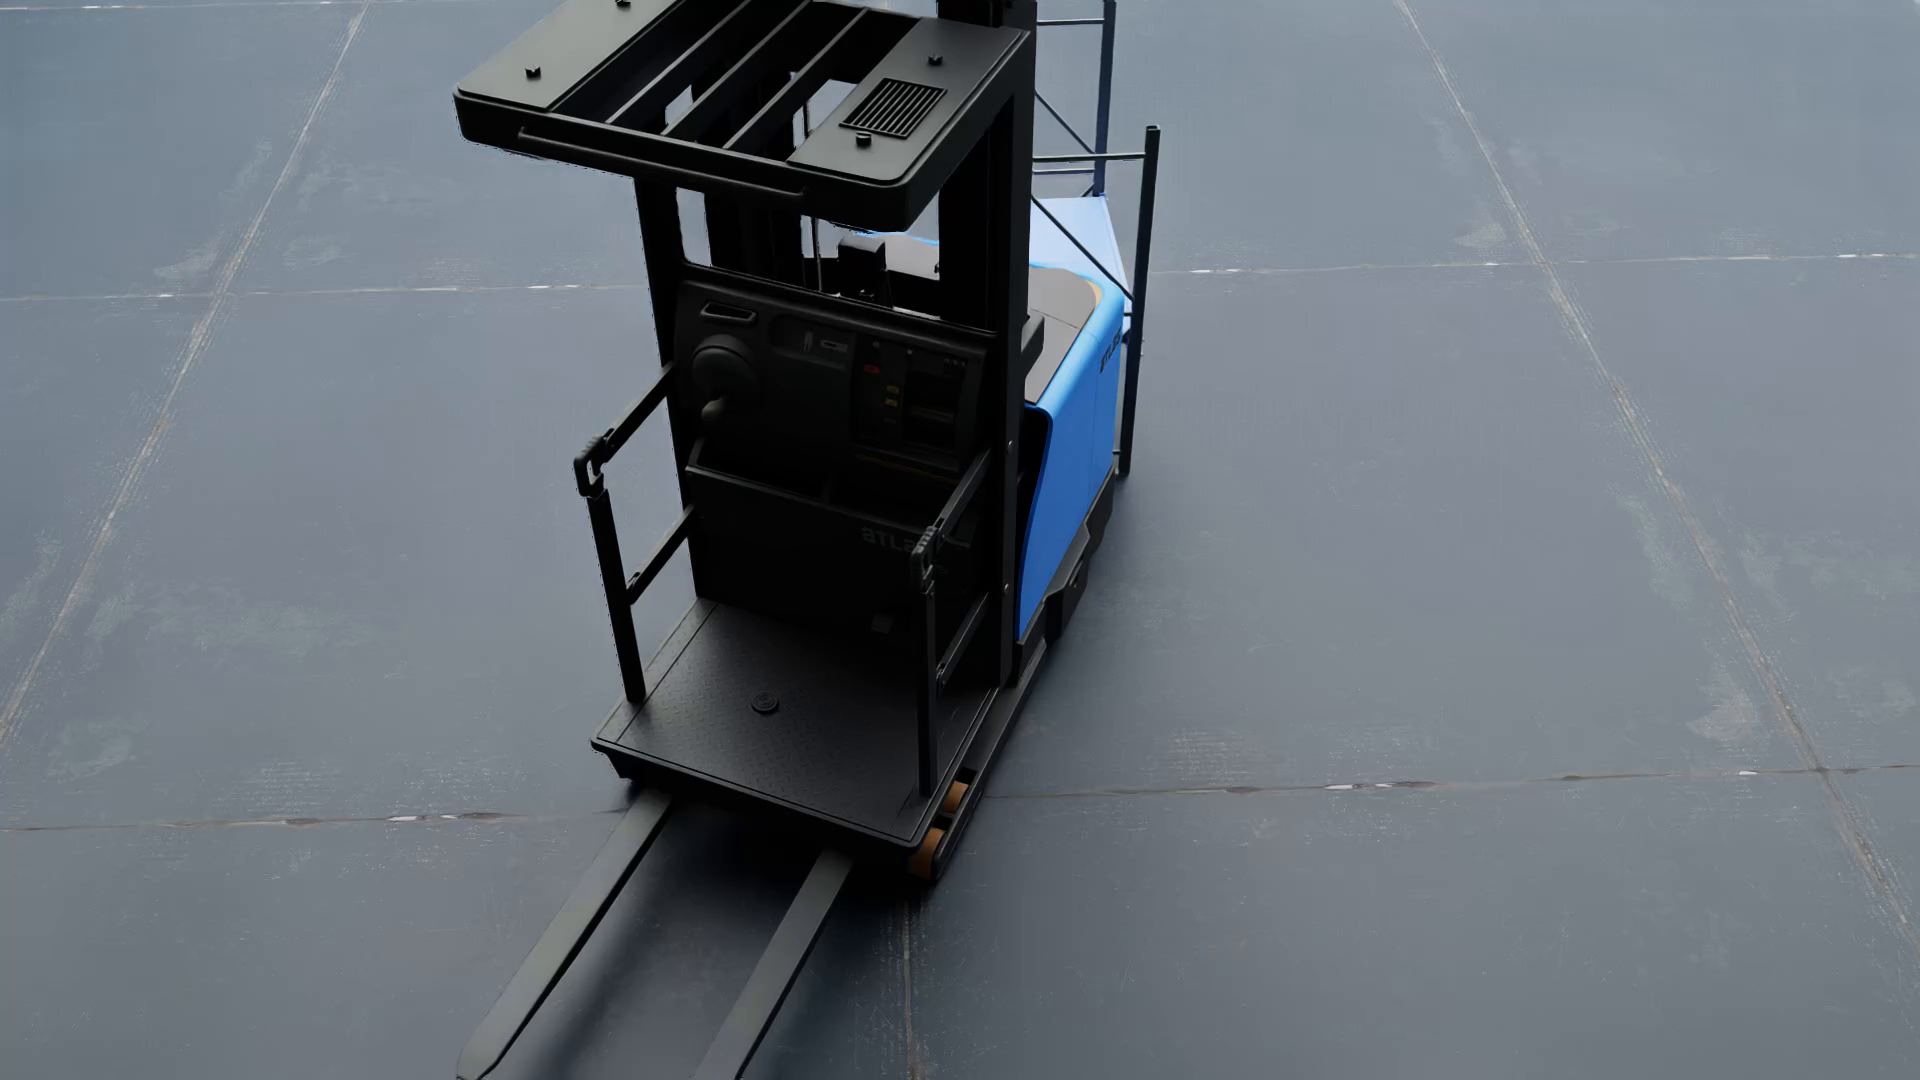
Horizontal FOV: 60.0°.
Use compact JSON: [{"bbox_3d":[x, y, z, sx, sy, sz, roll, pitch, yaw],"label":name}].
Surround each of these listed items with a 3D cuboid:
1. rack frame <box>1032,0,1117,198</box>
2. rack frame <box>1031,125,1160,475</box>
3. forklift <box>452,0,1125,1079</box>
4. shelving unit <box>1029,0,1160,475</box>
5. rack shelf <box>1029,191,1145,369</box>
[{"bbox_3d":[0.341,-1.493,6.769,0.500,1.500,0.032,-3,43,-3],"label":"rack frame"},{"bbox_3d":[0.415,-0.808,6.021,0.500,1.500,0.032,-3,43,-3],"label":"rack frame"},{"bbox_3d":[-0.452,-0.368,4.482,1.130,2.935,3.031,15,45,16],"label":"forklift"},{"bbox_3d":[0.378,-1.150,6.395,0.538,1.500,1.048,-3,43,-3],"label":"shelving unit"},{"bbox_3d":[0.378,-1.018,6.517,0.538,0.185,1.000,-3,43,-3],"label":"rack shelf"}]
